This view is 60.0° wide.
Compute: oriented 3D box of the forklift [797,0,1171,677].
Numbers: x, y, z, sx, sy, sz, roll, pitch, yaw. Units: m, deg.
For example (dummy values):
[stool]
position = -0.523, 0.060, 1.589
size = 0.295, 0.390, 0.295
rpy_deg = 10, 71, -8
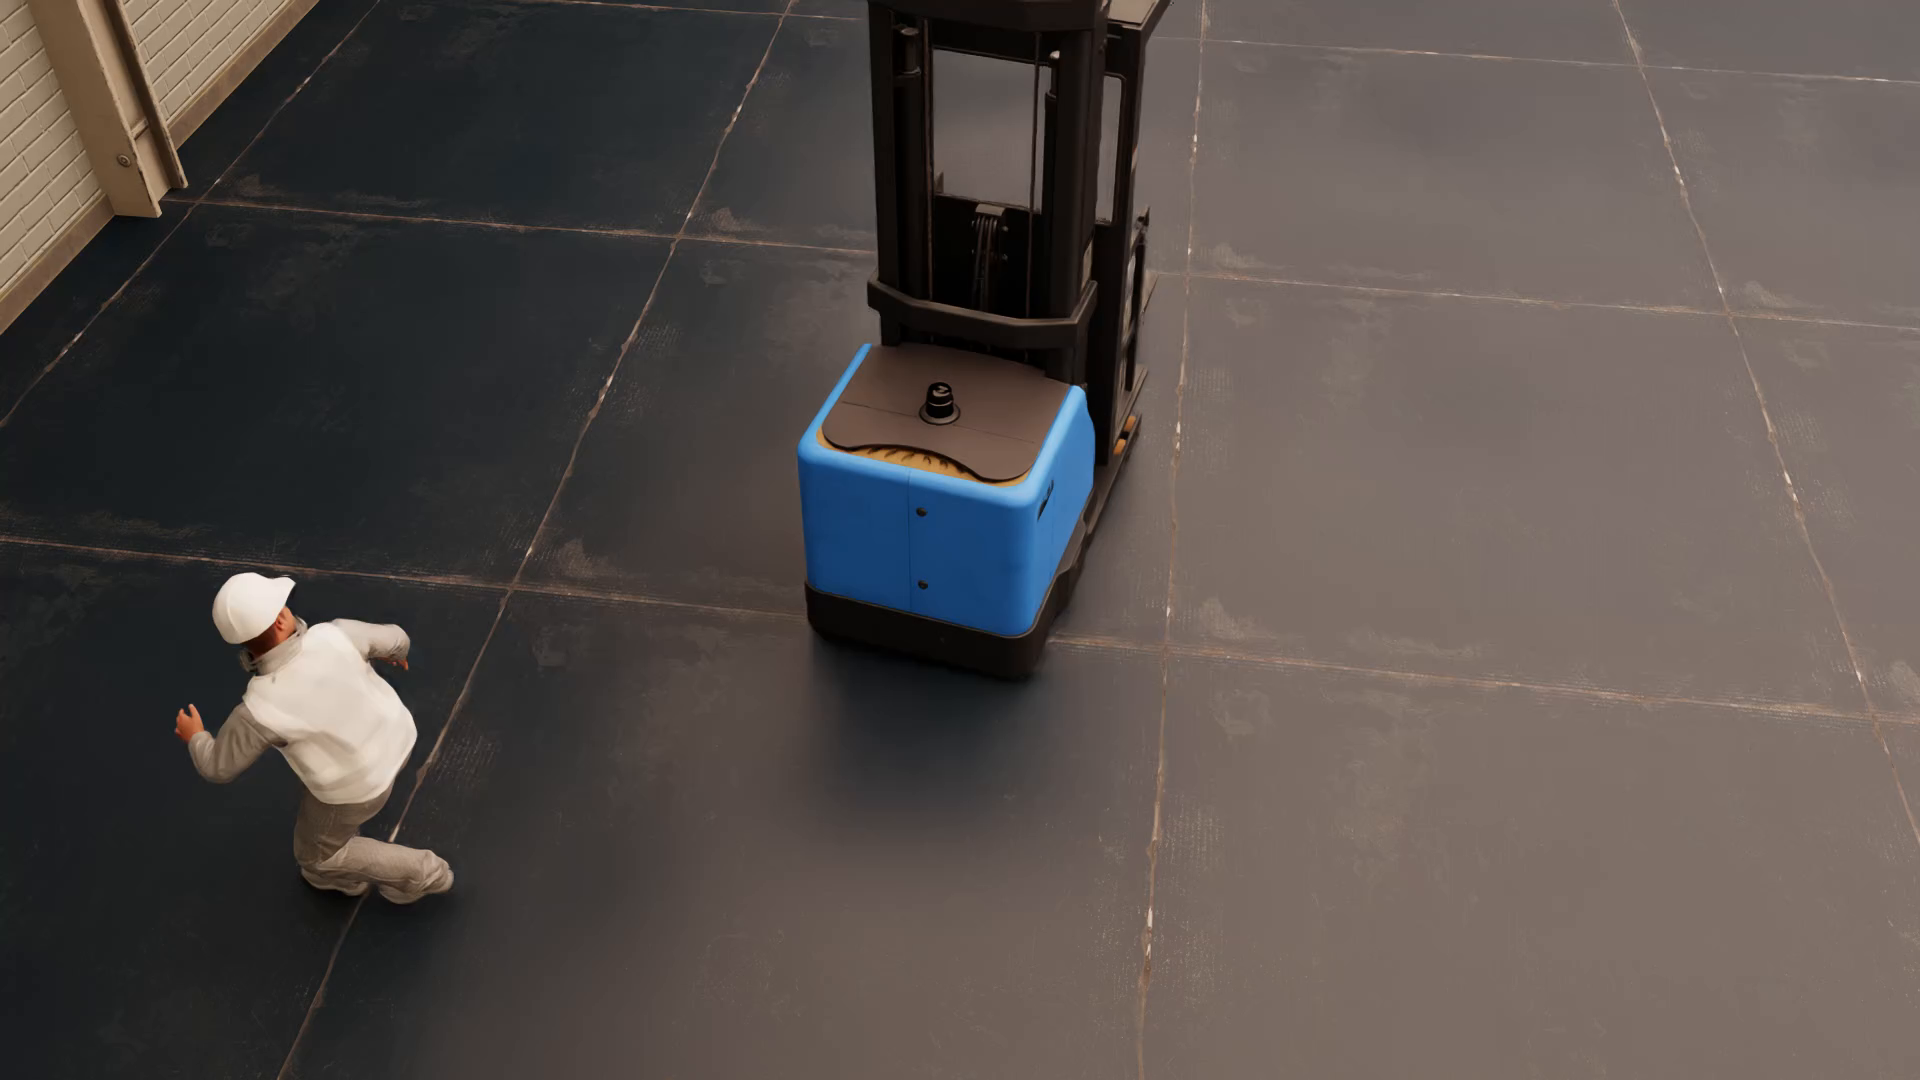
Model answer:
[forklift]
position = 0.279, -1.502, 7.359
size = 1.130, 2.935, 3.031
rpy_deg = 13, 44, 14

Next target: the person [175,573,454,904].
[person]
position = -2.295, 0.683, 5.940
size = 0.815, 1.642, 0.857
rpy_deg = 12, 44, 12
